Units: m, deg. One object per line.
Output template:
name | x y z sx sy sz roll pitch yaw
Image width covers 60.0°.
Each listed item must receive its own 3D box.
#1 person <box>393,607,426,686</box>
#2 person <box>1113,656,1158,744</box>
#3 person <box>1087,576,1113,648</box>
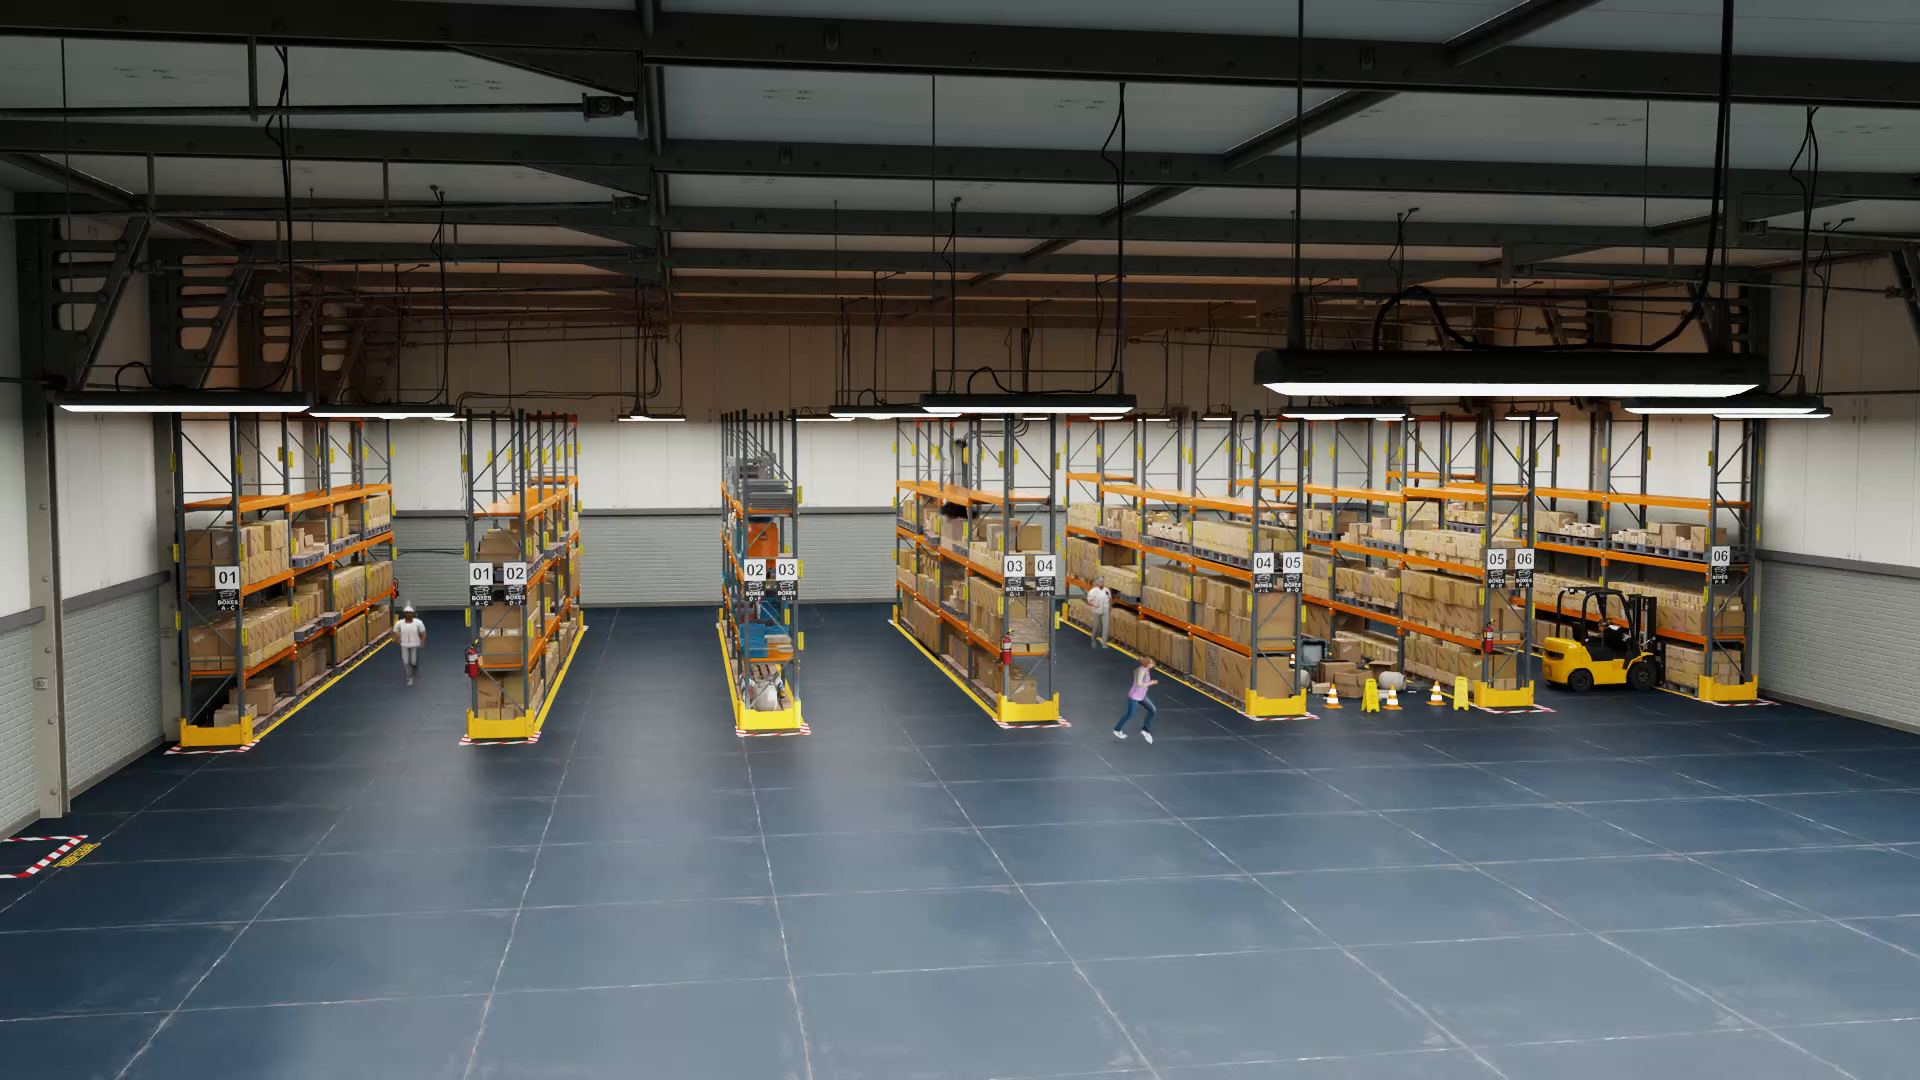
person | -12.110 2.321 36.572 0.702 1.723 0.598 -1 4 -14
person | 3.160 2.857 29.849 0.868 1.579 0.527 2 5 30
person | 3.428 1.759 40.388 0.674 1.785 0.721 -1 4 -13
